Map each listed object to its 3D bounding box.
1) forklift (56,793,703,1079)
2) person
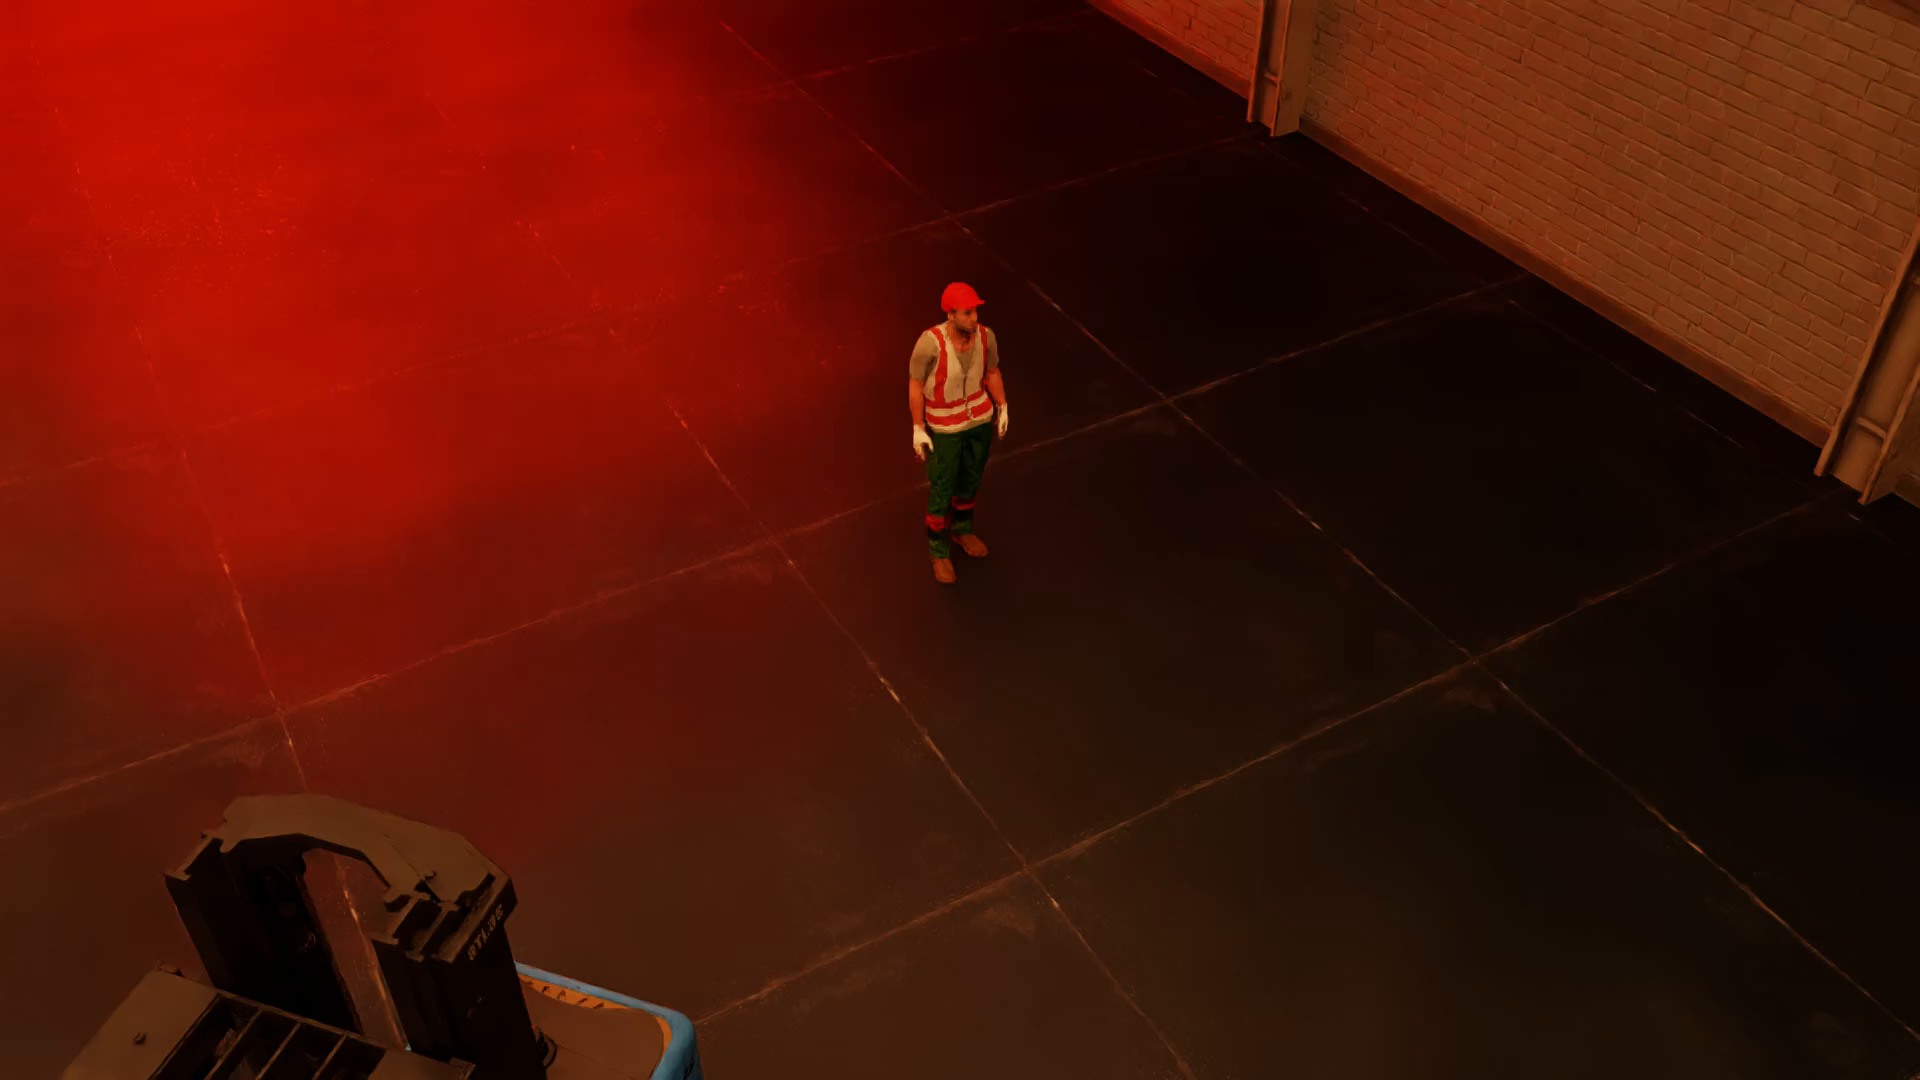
[{"bbox_3d":[-1.967,2.333,5.223,1.130,2.935,3.031,12,41,14],"label":"forklift"},{"bbox_3d":[0.031,-0.646,9.699,0.637,1.787,0.563,-20,44,-23],"label":"person"}]
